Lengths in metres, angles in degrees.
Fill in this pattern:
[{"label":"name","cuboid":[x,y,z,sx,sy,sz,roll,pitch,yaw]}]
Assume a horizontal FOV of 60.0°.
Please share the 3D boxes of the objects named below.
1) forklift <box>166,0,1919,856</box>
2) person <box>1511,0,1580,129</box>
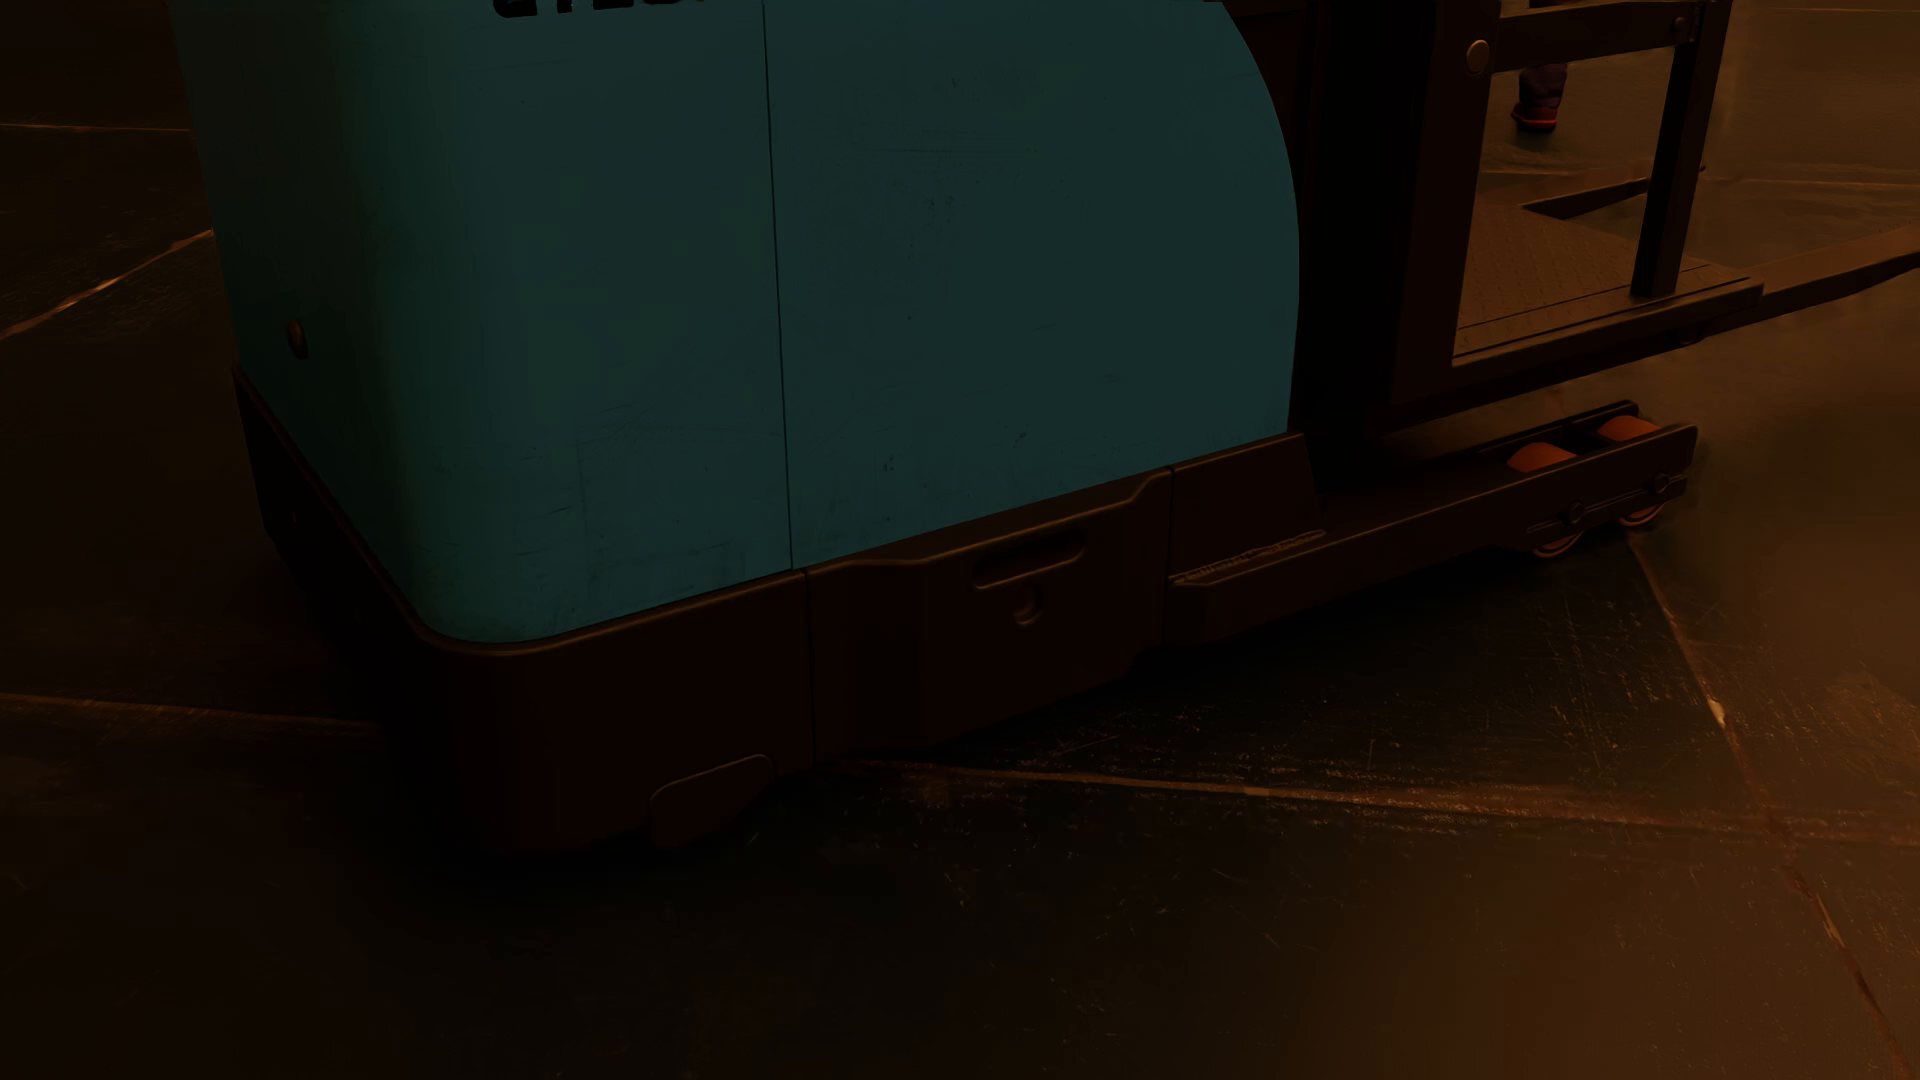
[{"label":"forklift","cuboid":[0.514,-1.468,2.159,3.031,2.935,1.130,-16,31,-29]},{"label":"person","cuboid":[1.654,-2.027,4.749,0.596,1.637,0.465,3,27,6]}]
